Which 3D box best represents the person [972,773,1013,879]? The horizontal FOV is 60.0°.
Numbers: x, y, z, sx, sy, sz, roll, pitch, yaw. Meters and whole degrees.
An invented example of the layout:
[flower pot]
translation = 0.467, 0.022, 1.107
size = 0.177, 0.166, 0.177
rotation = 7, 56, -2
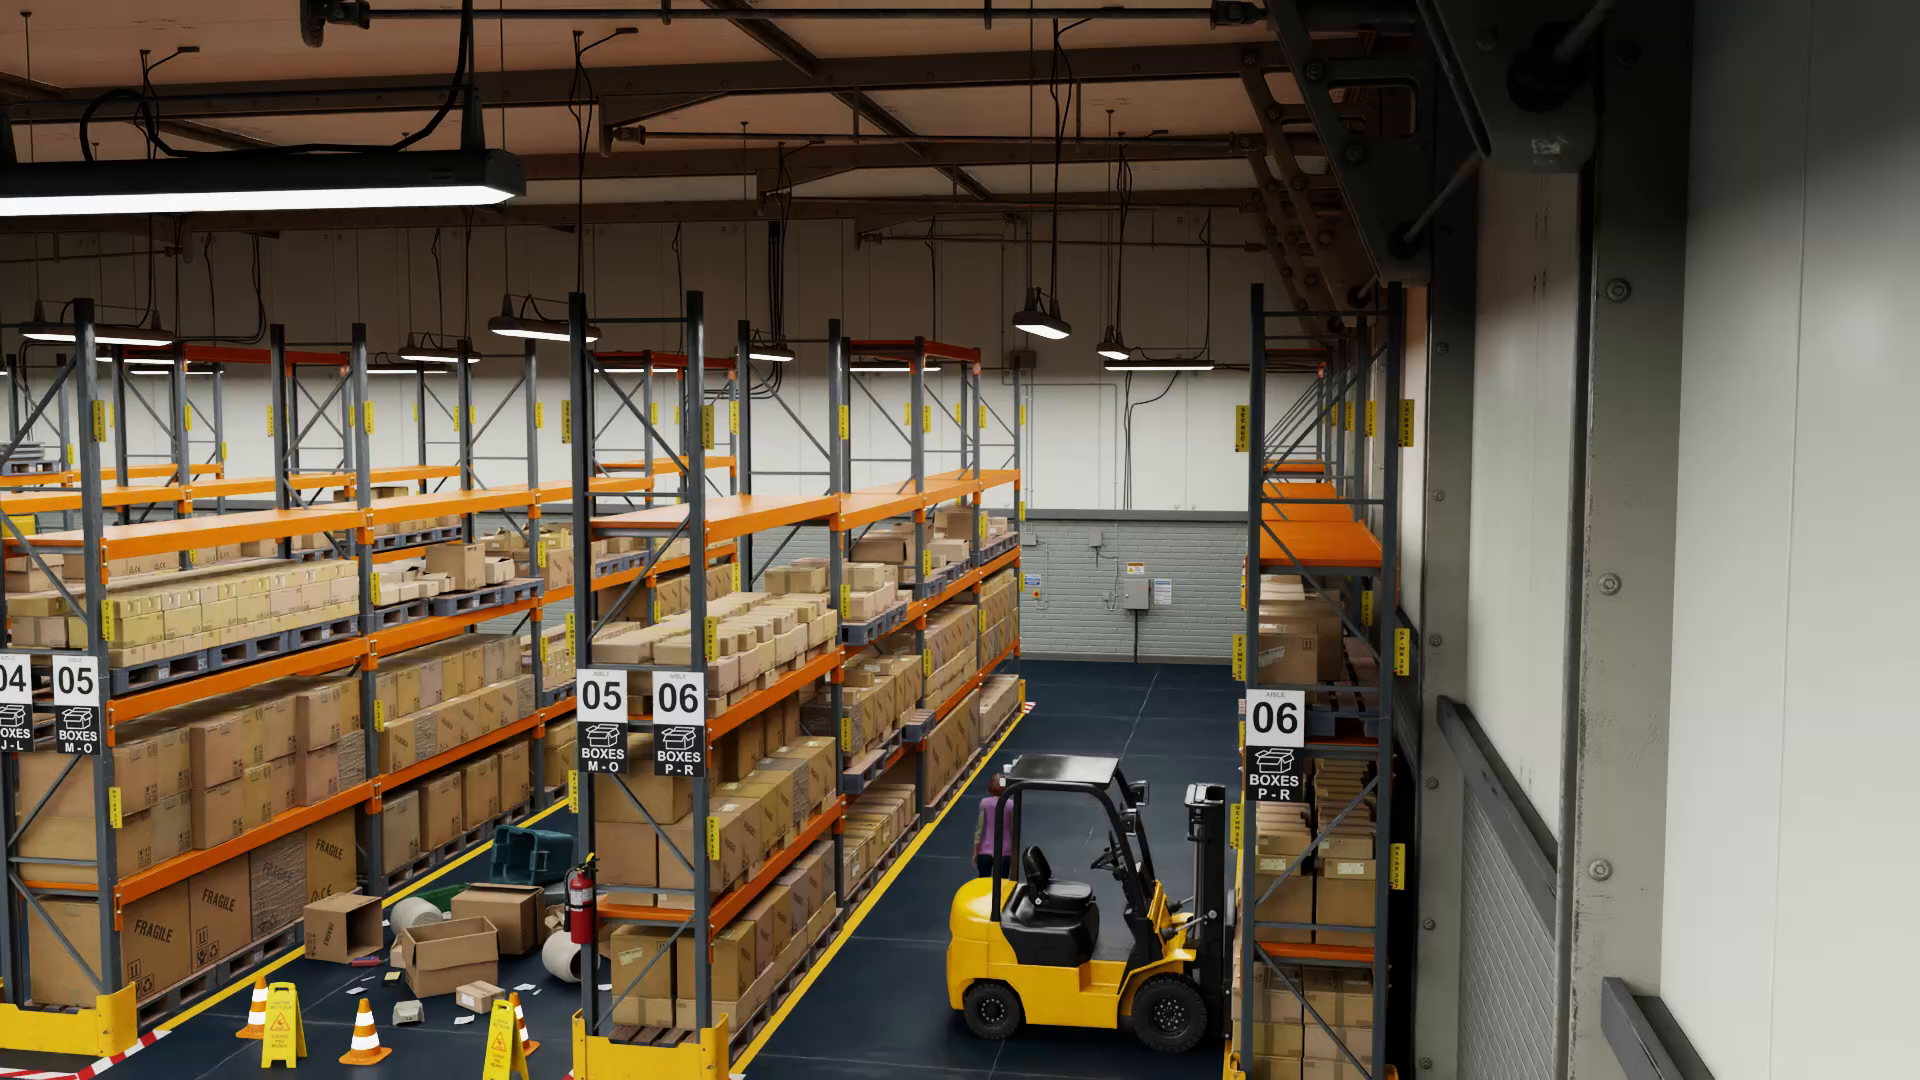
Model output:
[person]
translation = 0.330, 3.076, 16.129
size = 0.468, 1.623, 0.469
rotation = 1, 5, 12
